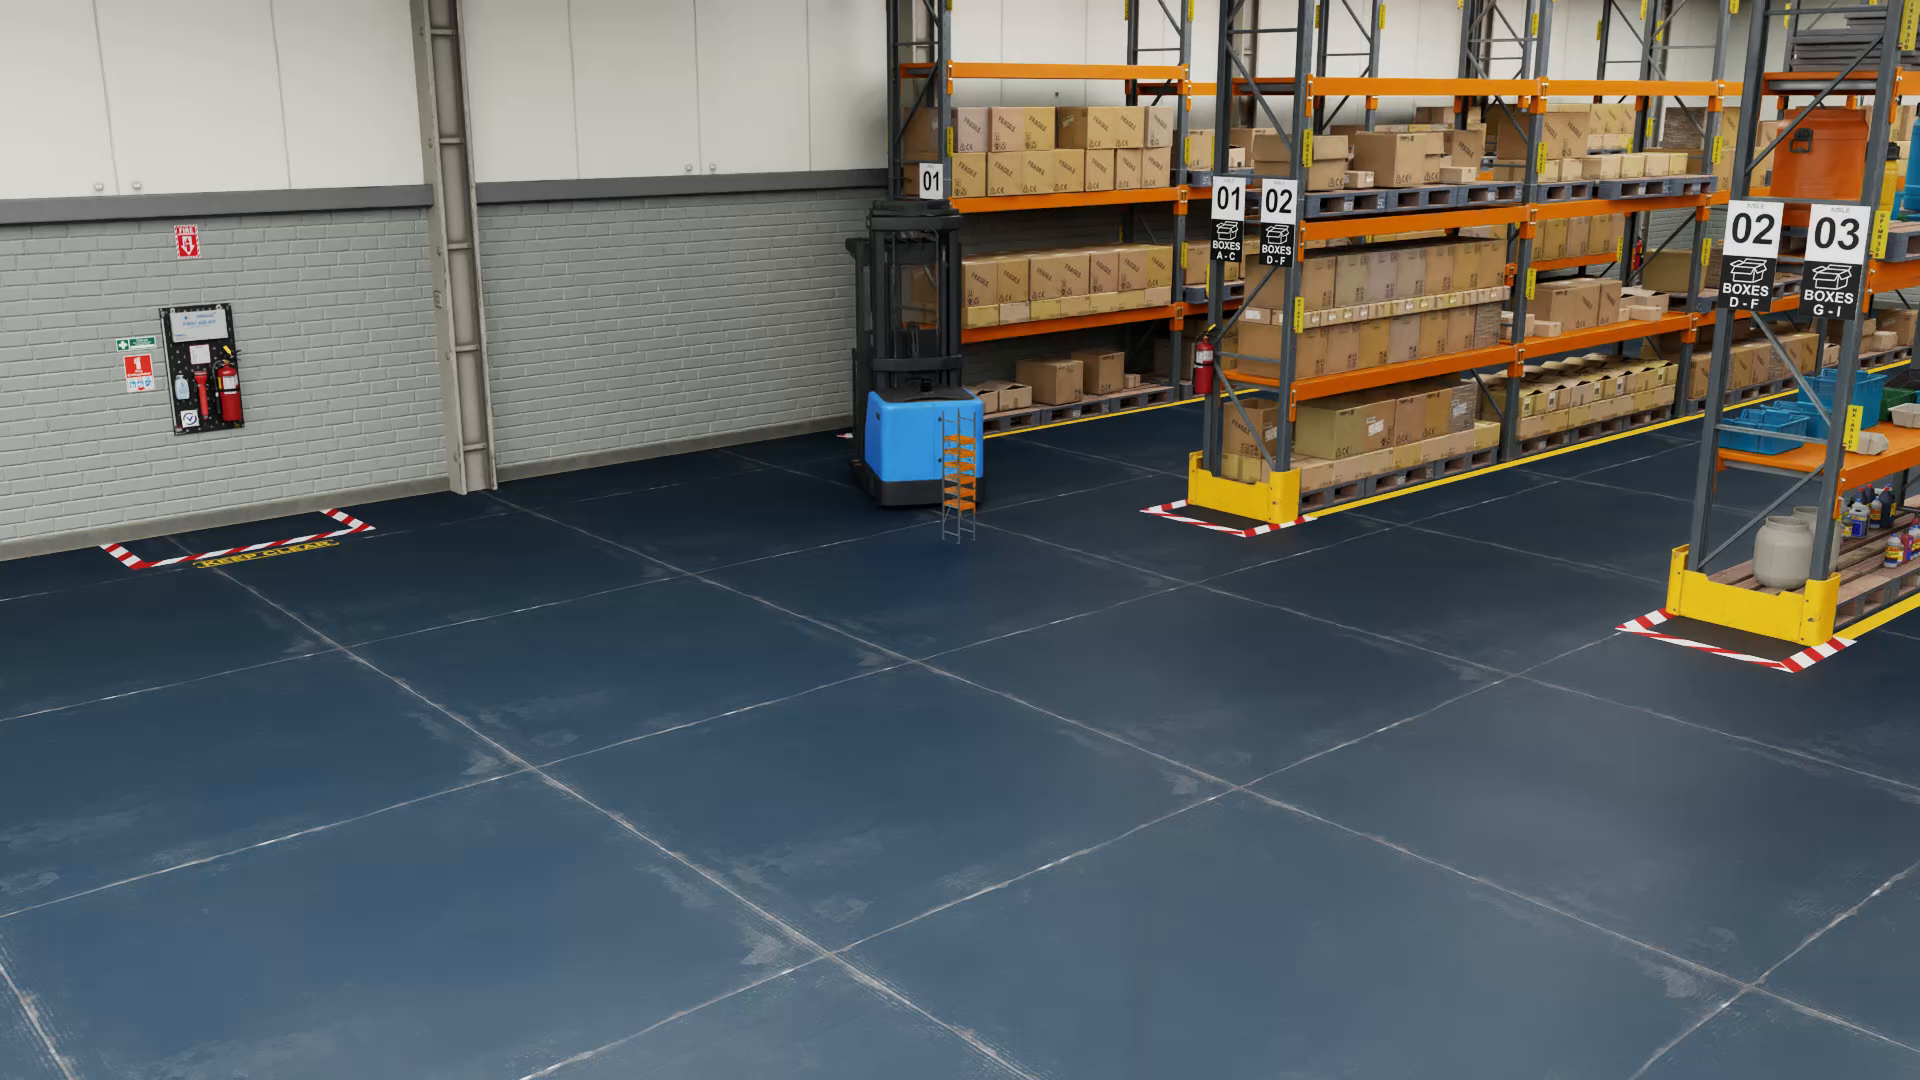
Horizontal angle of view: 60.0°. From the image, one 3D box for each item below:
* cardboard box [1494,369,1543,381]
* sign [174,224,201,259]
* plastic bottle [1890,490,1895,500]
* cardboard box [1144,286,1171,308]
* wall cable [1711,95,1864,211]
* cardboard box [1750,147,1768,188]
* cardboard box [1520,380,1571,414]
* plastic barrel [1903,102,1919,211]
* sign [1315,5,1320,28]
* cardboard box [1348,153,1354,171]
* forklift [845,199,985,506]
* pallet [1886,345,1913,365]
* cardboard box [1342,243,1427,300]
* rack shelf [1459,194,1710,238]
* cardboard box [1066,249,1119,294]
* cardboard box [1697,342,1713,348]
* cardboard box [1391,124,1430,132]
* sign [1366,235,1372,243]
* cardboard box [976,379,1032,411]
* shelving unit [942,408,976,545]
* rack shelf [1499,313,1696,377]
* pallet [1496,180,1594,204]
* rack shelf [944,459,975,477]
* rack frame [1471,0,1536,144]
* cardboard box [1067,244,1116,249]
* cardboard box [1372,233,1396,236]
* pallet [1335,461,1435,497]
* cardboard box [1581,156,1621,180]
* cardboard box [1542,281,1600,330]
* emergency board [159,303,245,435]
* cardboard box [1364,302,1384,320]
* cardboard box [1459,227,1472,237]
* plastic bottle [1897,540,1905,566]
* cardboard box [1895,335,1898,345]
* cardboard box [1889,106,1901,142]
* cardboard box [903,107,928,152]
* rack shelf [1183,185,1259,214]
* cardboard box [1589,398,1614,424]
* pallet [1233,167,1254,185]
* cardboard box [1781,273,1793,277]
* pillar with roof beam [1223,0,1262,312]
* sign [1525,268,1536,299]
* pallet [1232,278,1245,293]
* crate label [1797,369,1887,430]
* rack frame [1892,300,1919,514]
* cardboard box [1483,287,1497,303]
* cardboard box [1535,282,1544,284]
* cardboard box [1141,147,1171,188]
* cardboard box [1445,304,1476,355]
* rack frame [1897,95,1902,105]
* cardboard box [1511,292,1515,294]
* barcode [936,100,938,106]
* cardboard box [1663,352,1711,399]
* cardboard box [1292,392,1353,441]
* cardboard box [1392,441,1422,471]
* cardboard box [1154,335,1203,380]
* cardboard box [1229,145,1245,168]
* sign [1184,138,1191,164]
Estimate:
[{"bbox_3d":[6.685,-1.862,19.834,0.500,0.311,0.500,-13,20,-40],"label":"cardboard box"},{"bbox_3d":[-6.998,-2.702,15.060,0.199,0.298,0.001,-13,19,-39],"label":"sign"},{"bbox_3d":[8.366,-0.304,14.988,0.133,0.283,0.061,-13,19,-39],"label":"plastic bottle"},{"bbox_3d":[2.388,-3.180,21.595,0.500,0.250,0.500,-13,19,-39],"label":"cardboard box"},{"bbox_3d":[16.100,-7.702,32.663,0.112,2.526,3.097,-13,19,-39],"label":"wall cable"},{"bbox_3d":[9.903,-4.848,21.582,0.500,0.500,0.910,-13,19,-39],"label":"cardboard box"},{"bbox_3d":[6.657,-1.669,19.114,0.500,0.311,0.500,-13,20,-40],"label":"cardboard box"},{"bbox_3d":[8.229,-3.200,13.819,0.708,0.901,0.600,-13,19,-39],"label":"plastic barrel"},{"bbox_3d":[5.197,-7.593,24.123,0.005,0.325,0.100,-13,19,-39],"label":"sign"},{"bbox_3d":[3.899,-3.758,16.782,0.500,0.311,0.500,-10,18,-33],"label":"cardboard box"},{"bbox_3d":[-0.578,-2.083,17.368,1.130,2.935,3.031,-3,15,-12],"label":"forklift"},{"bbox_3d":[14.196,-2.956,25.907,1.213,0.211,1.003,-13,19,-39],"label":"pallet"},{"bbox_3d":[4.335,-2.762,17.070,0.500,0.500,0.700,-13,19,-39],"label":"cardboard box"},{"bbox_3d":[7.310,-3.859,19.465,4.000,0.370,1.077,-13,19,-39],"label":"rack shelf"},{"bbox_3d":[1.633,-3.372,20.862,0.500,0.500,0.500,-13,20,-41],"label":"cardboard box"},{"bbox_3d":[9.761,-2.393,22.386,0.500,0.500,0.500,-14,20,-41],"label":"cardboard box"},{"bbox_3d":[6.683,-6.054,25.244,0.500,0.500,0.700,-11,19,-37],"label":"cardboard box"},{"bbox_3d":[5.927,-4.477,24.107,0.005,0.325,0.100,-13,19,-39],"label":"sign"},{"bbox_3d":[0.540,-1.814,20.587,0.500,0.311,0.500,-11,18,-35],"label":"cardboard box"},{"bbox_3d":[-0.011,-0.577,15.086,0.189,1.200,0.258,-13,19,-39],"label":"shelving unit"},{"bbox_3d":[7.310,-2.410,19.852,4.000,0.370,1.077,-13,19,-39],"label":"rack shelf"},{"bbox_3d":[6.458,-3.927,18.698,1.217,0.209,0.805,-14,20,-42],"label":"pallet"},{"bbox_3d":[-0.011,-0.650,15.066,0.180,0.103,0.258,-13,19,-39],"label":"rack shelf"},{"bbox_3d":[8.582,-7.636,26.399,0.127,3.000,1.000,-13,19,-39],"label":"rack frame"},{"bbox_3d":[1.662,-3.556,21.548,0.500,0.500,0.500,-13,20,-40],"label":"cardboard box"},{"bbox_3d":[6.097,-4.655,24.604,0.500,0.250,0.500,-12,19,-38],"label":"cardboard box"},{"bbox_3d":[4.253,-0.737,17.599,1.213,0.211,1.003,-13,19,-39],"label":"pallet"},{"bbox_3d":[7.284,-4.310,19.237,0.500,0.250,0.500,14,20,42],"label":"cardboard box"},{"bbox_3d":[7.166,-2.768,19.605,0.500,0.500,0.500,-13,19,-39],"label":"cardboard box"},{"bbox_3d":[-6.926,-1.564,15.292,0.643,1.169,0.194,-13,19,-39],"label":"emergency board"},{"bbox_3d":[3.999,-2.302,16.605,0.250,0.149,0.380,-14,20,-41],"label":"cardboard box"},{"bbox_3d":[7.636,-4.640,25.999,0.500,0.500,0.500,-13,19,-39],"label":"cardboard box"},{"bbox_3d":[7.683,0.100,13.635,0.097,0.201,0.097,0,15,0],"label":"plastic bottle"},{"bbox_3d":[14.241,-3.104,25.695,0.250,0.166,0.380,-13,19,-39],"label":"cardboard box"},{"bbox_3d":[13.021,-5.987,23.907,0.500,0.500,0.700,-13,19,-39],"label":"cardboard box"},{"bbox_3d":[-0.317,-4.819,19.495,0.500,0.500,0.500,-12,19,-37],"label":"cardboard box"},{"bbox_3d":[4.055,-4.823,23.073,4.000,0.370,1.077,-13,19,-39],"label":"rack shelf"},{"bbox_3d":[7.428,-1.573,19.843,0.500,0.250,0.500,-12,19,-38],"label":"cardboard box"},{"bbox_3d":[3.863,-5.001,22.710,1.003,0.211,1.213,-13,19,-39],"label":"pallet"},{"bbox_3d":[11.332,-3.988,23.360,0.700,0.500,0.500,8,17,28],"label":"cardboard box"},{"bbox_3d":[6.841,-6.068,20.530,0.400,9.000,9.100,-13,19,-39],"label":"pillar with roof beam"},{"bbox_3d":[6.167,-2.767,17.966,0.005,0.325,0.100,-13,19,-39],"label":"sign"},{"bbox_3d":[4.098,-3.624,23.375,1.213,0.211,1.003,-13,19,-39],"label":"pallet"},{"bbox_3d":[7.243,-1.157,13.702,0.616,0.435,0.502,-13,19,-39],"label":"crate label"},{"bbox_3d":[9.050,-1.453,14.879,0.127,3.000,1.000,-13,19,-39],"label":"rack frame"},{"bbox_3d":[5.549,-2.651,17.911,0.250,0.149,0.380,-13,20,-41],"label":"cardboard box"},{"bbox_3d":[9.759,-4.344,28.473,0.250,0.149,0.380,-12,19,-39],"label":"cardboard box"},{"bbox_3d":[2.326,-4.755,21.194,0.500,0.500,0.500,-12,19,-38],"label":"cardboard box"},{"bbox_3d":[5.077,-2.300,17.853,0.500,0.500,0.700,-13,20,-40],"label":"cardboard box"},{"bbox_3d":[14.854,-7.350,25.327,0.127,3.000,1.000,-13,19,-39],"label":"rack frame"},{"bbox_3d":[9.594,-3.924,28.157,0.500,0.500,0.700,-13,20,-40],"label":"cardboard box"},{"bbox_3d":[-0.264,-5.192,19.771,0.075,0.075,0.001,-13,19,-39],"label":"barcode"},{"bbox_3d":[9.350,-2.122,21.374,0.500,0.500,0.500,-12,19,-37],"label":"cardboard box"},{"bbox_3d":[3.738,-1.299,17.360,0.500,0.500,0.500,-13,19,-39],"label":"cardboard box"},{"bbox_3d":[4.467,-0.917,17.383,0.500,0.250,0.500,-13,19,-39],"label":"cardboard box"},{"bbox_3d":[3.091,-2.515,22.844,0.500,0.500,0.700,-12,19,-38],"label":"cardboard box"},{"bbox_3d":[3.476,-5.172,22.348,0.500,0.311,0.500,-12,19,-38],"label":"cardboard box"},{"bbox_3d":[2.908,-4.977,21.255,0.005,0.325,0.100,-13,19,-39],"label":"sign"}]
